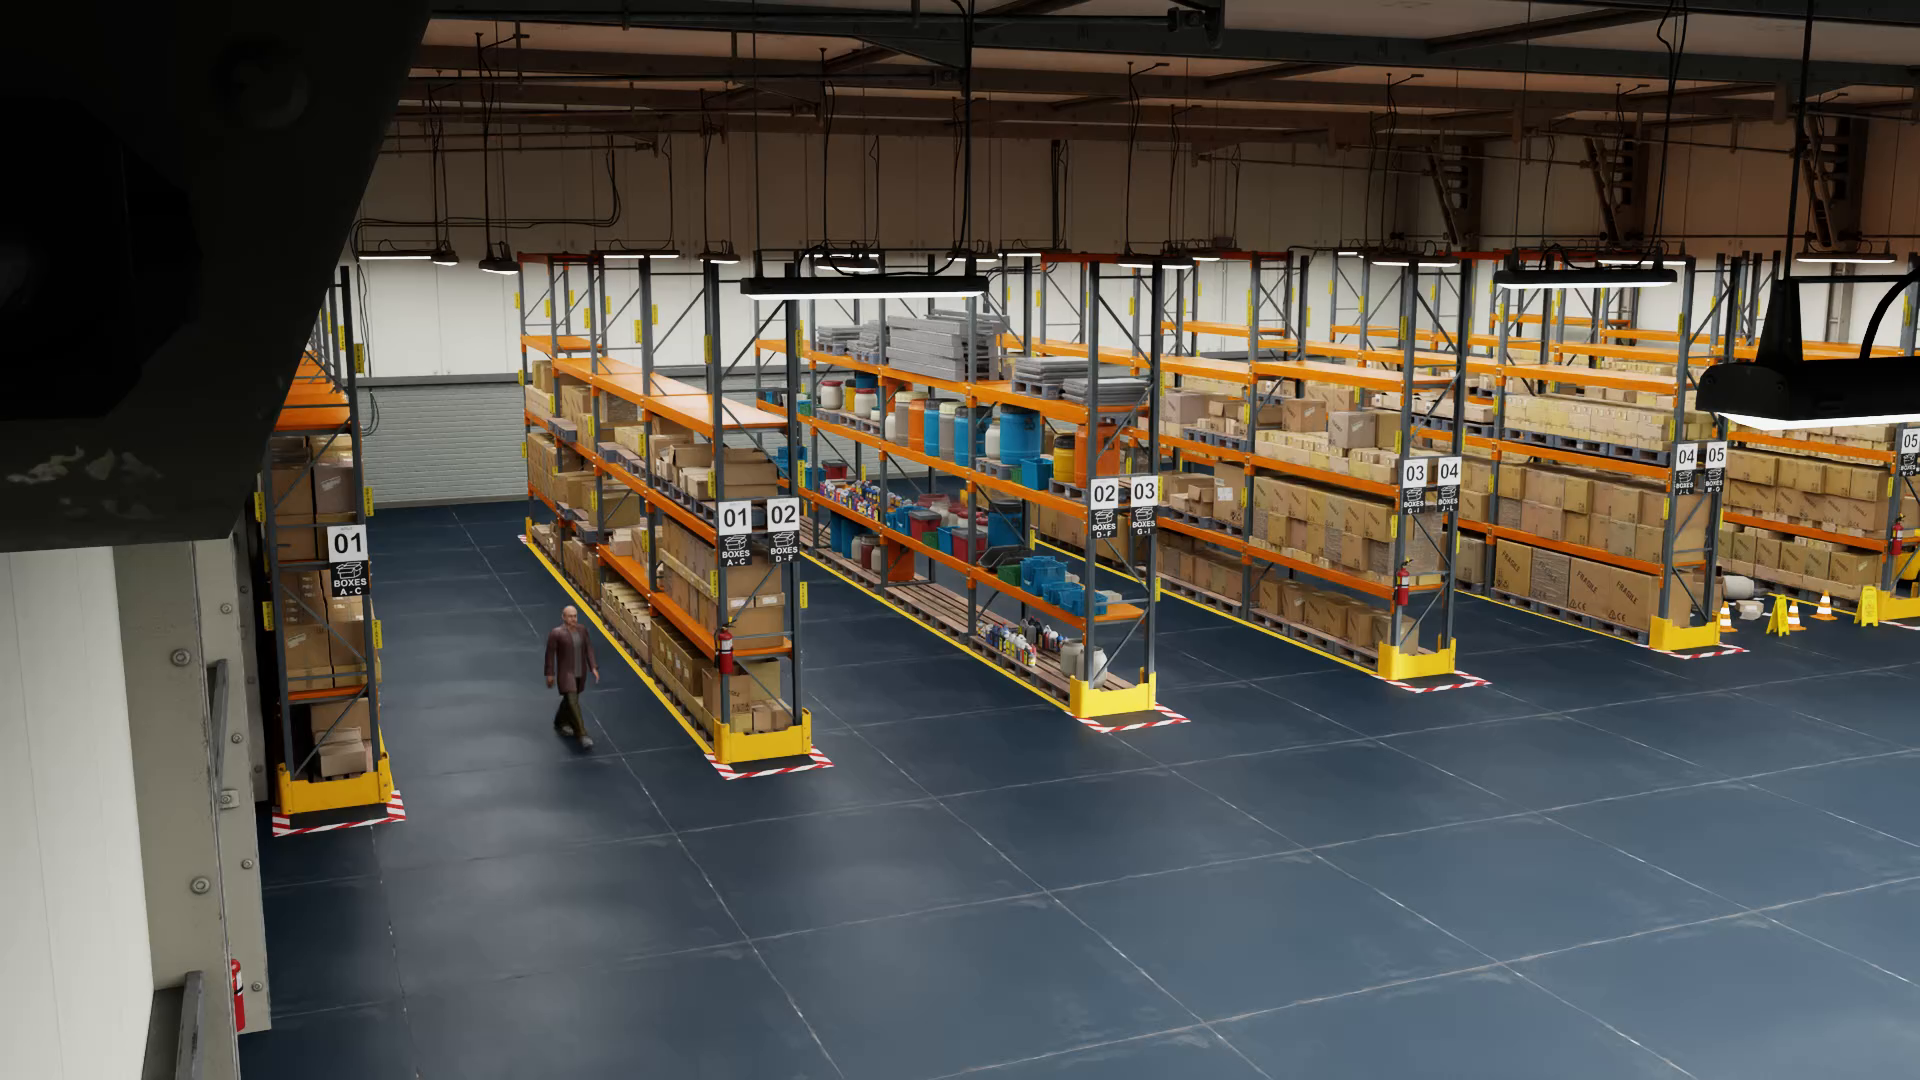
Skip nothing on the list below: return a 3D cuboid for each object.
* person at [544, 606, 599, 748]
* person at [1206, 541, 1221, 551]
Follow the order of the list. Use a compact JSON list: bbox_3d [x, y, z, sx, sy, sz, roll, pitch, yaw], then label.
[{"bbox_3d":[-4.833,1.682,20.901,1.105,1.729,0.600,8,13,37],"label":"person"},{"bbox_3d":[5.080,-0.474,33.205,0.383,1.540,0.972,-6,12,-28],"label":"person"}]
